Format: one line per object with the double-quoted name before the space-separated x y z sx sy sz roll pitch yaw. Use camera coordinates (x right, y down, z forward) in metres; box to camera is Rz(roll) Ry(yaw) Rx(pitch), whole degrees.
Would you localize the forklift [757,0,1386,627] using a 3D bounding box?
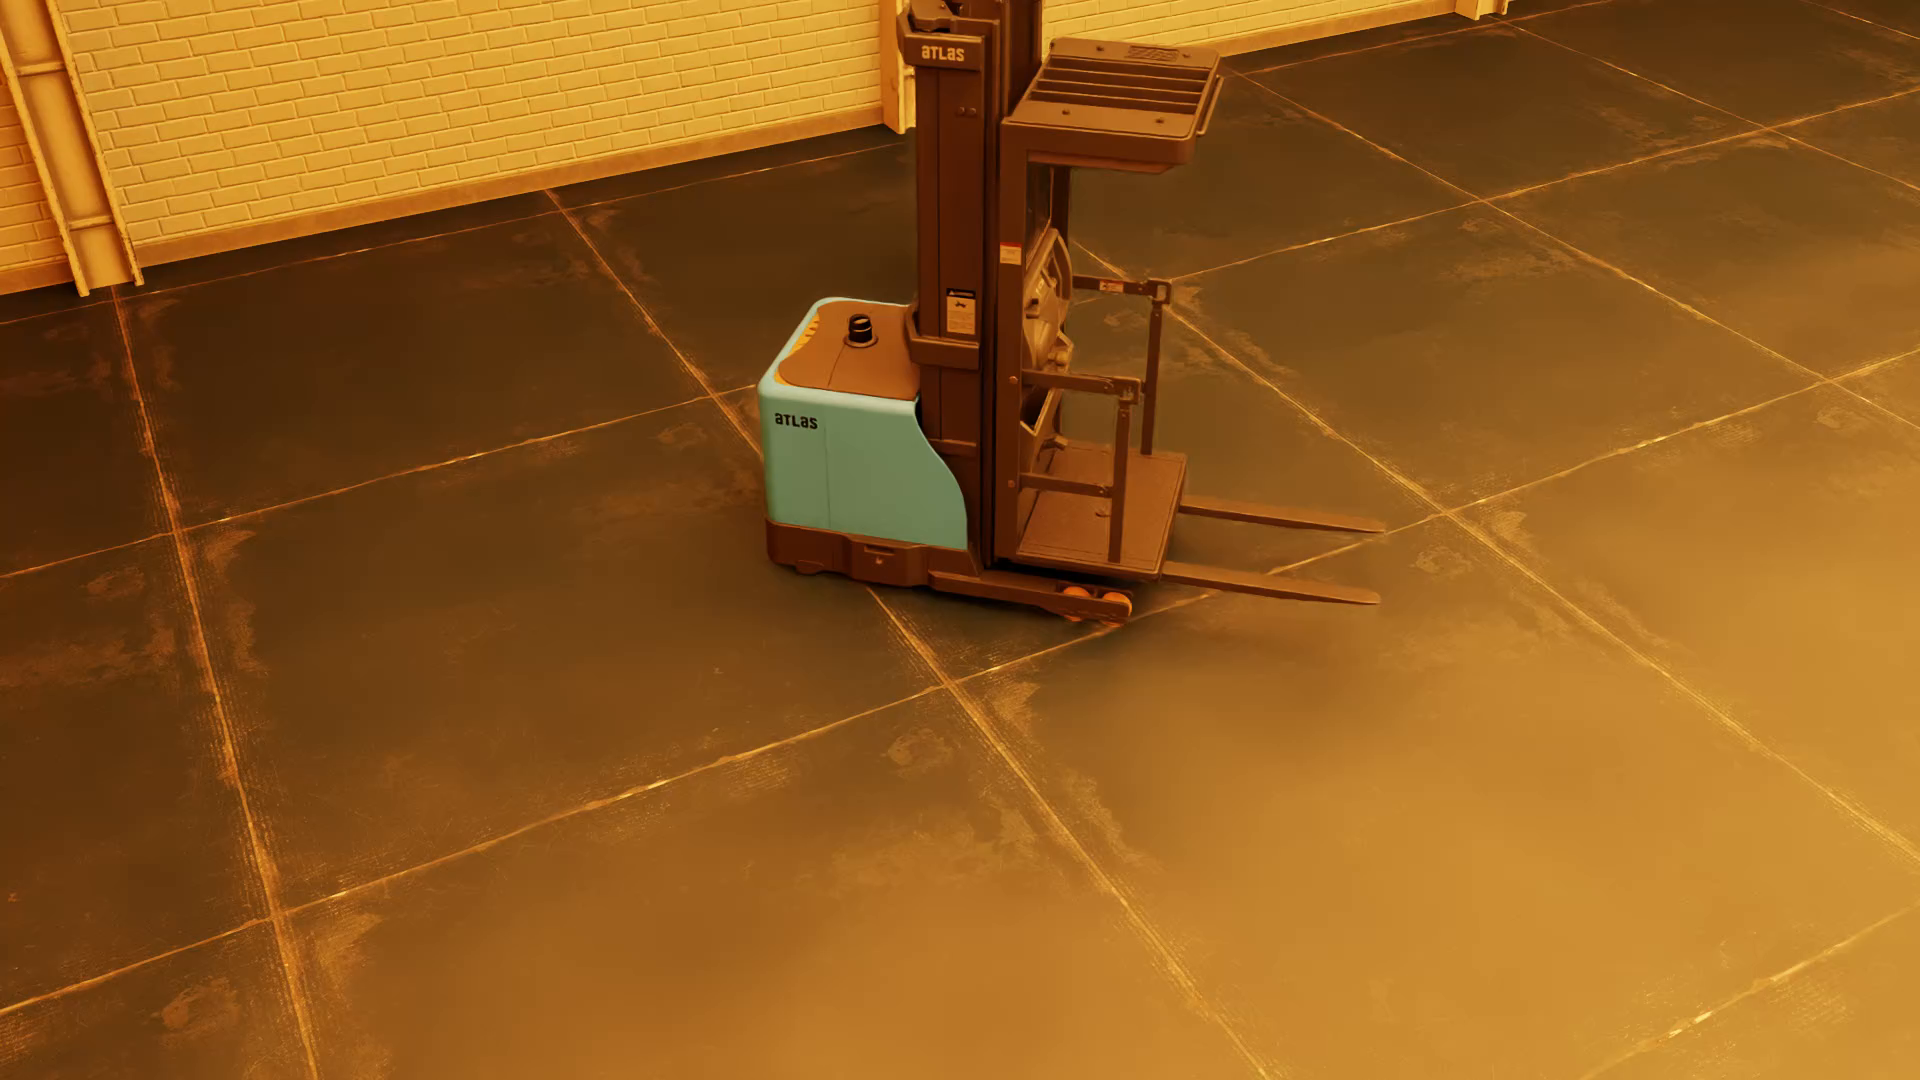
"forklift" 0.595 -1.115 7.701 3.031 2.935 1.130 8 36 11
